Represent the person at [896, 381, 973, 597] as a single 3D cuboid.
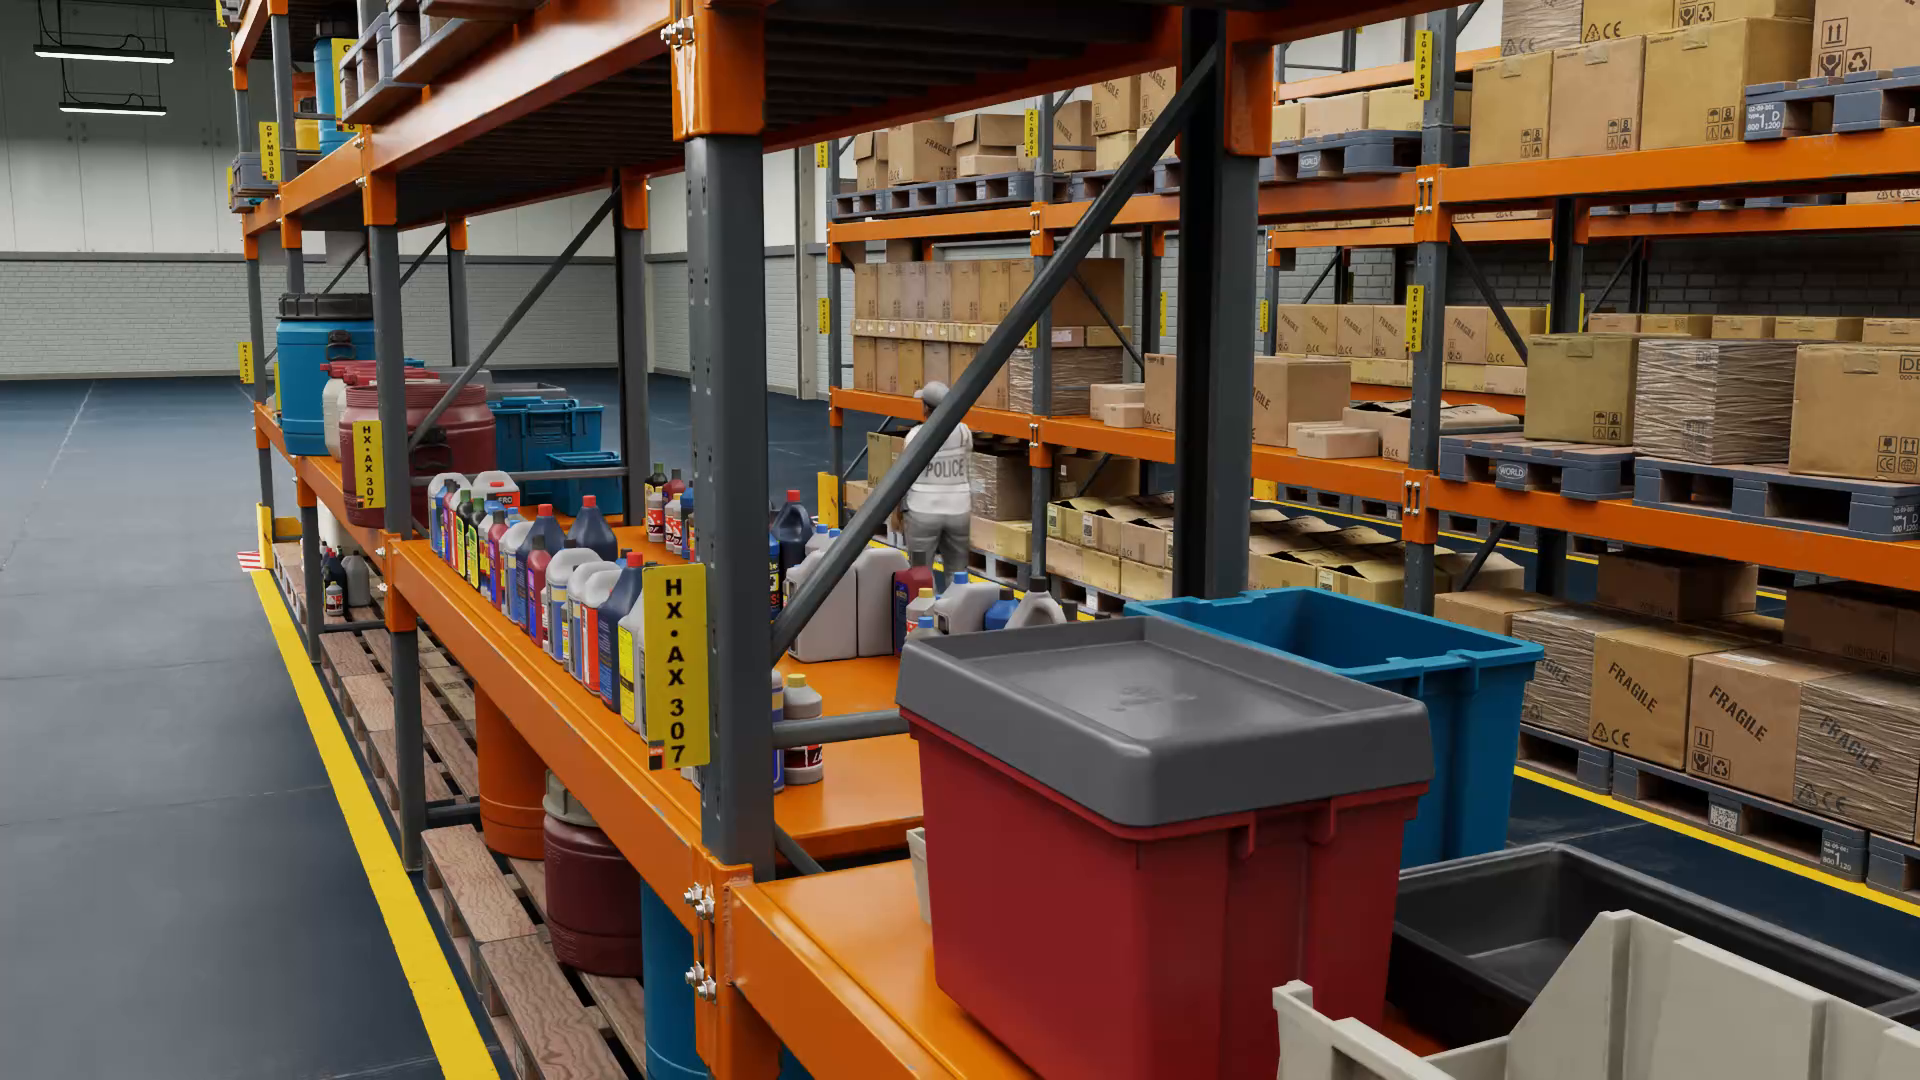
[{"bbox_3d":[-0.153,-0.153,10.326,0.536,1.671,0.457,-4,10,-26],"label":"person"}]
